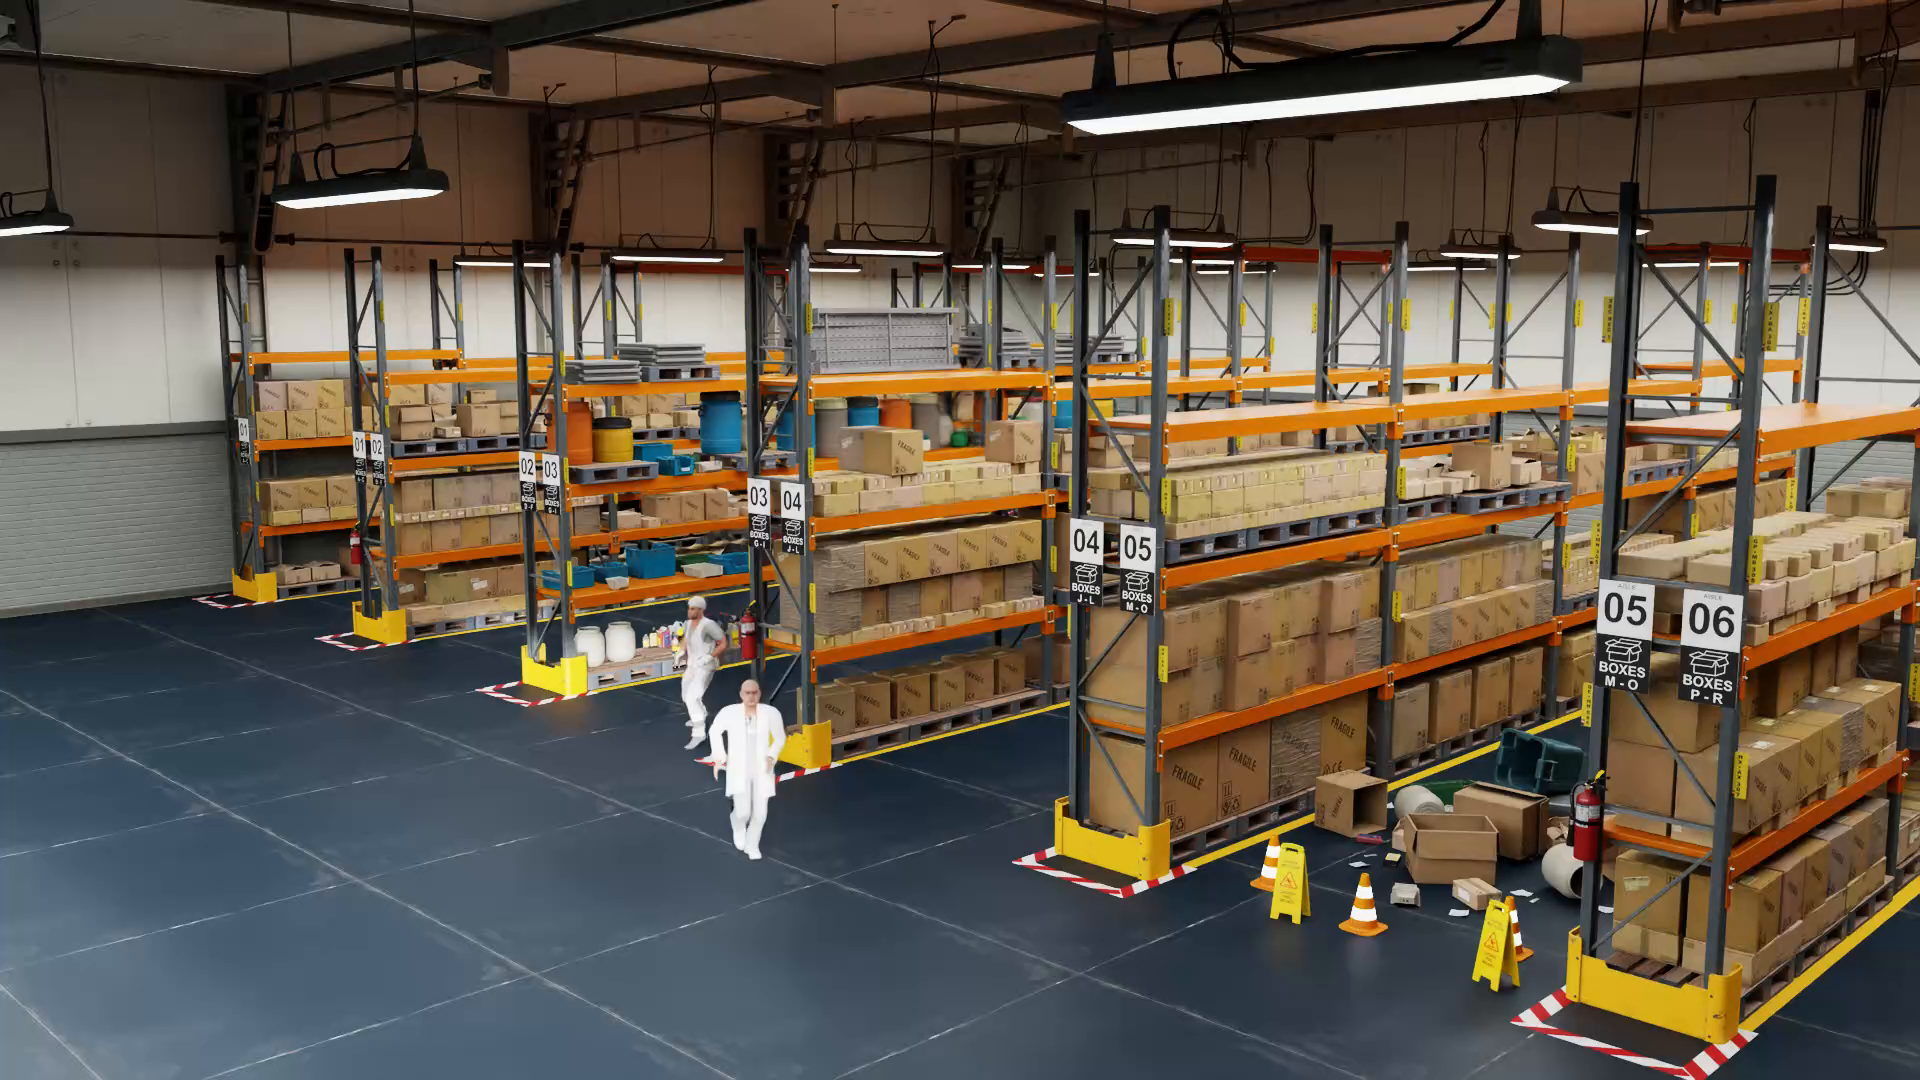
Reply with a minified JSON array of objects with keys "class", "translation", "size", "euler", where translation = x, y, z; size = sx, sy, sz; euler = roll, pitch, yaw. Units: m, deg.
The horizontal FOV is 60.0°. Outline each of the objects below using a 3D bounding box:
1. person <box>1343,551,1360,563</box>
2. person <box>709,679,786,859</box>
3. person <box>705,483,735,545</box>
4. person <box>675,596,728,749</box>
[{"class":"person","translation":[5.786,0.914,24.461],"size":[0.765,1.694,0.582],"euler":[-7,11,-40]},{"class":"person","translation":[-1.947,2.145,15.392],"size":[0.700,1.710,0.672],"euler":[-2,8,-13]},{"class":"person","translation":[-4.817,-0.435,33.446],"size":[0.702,1.770,0.963],"euler":[5,10,34]},{"class":"person","translation":[-3.110,1.525,19.744],"size":[0.895,1.776,0.760],"euler":[7,11,42]}]
